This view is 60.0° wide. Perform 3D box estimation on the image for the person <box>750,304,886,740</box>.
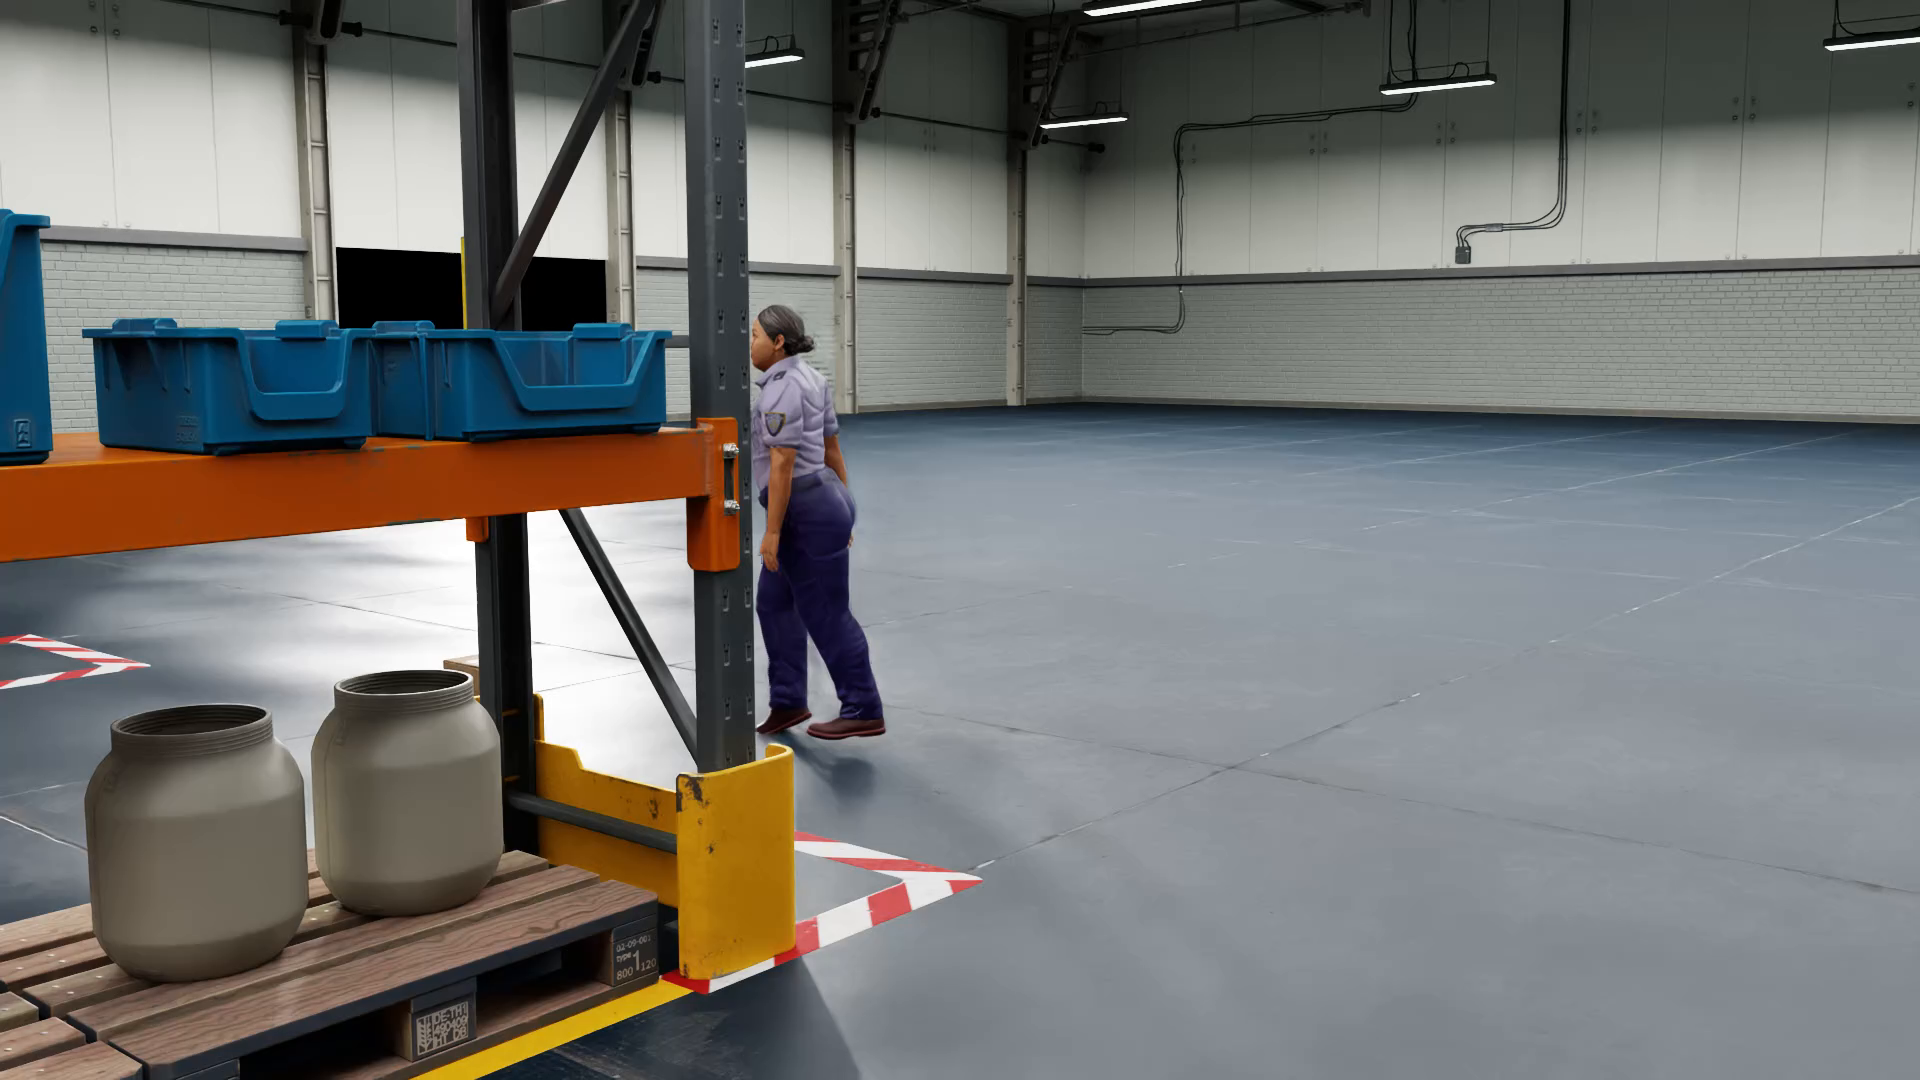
[{"bbox_3d":[-0.559,-0.029,6.212,0.566,1.688,0.505,1,7,4],"label":"person"}]
